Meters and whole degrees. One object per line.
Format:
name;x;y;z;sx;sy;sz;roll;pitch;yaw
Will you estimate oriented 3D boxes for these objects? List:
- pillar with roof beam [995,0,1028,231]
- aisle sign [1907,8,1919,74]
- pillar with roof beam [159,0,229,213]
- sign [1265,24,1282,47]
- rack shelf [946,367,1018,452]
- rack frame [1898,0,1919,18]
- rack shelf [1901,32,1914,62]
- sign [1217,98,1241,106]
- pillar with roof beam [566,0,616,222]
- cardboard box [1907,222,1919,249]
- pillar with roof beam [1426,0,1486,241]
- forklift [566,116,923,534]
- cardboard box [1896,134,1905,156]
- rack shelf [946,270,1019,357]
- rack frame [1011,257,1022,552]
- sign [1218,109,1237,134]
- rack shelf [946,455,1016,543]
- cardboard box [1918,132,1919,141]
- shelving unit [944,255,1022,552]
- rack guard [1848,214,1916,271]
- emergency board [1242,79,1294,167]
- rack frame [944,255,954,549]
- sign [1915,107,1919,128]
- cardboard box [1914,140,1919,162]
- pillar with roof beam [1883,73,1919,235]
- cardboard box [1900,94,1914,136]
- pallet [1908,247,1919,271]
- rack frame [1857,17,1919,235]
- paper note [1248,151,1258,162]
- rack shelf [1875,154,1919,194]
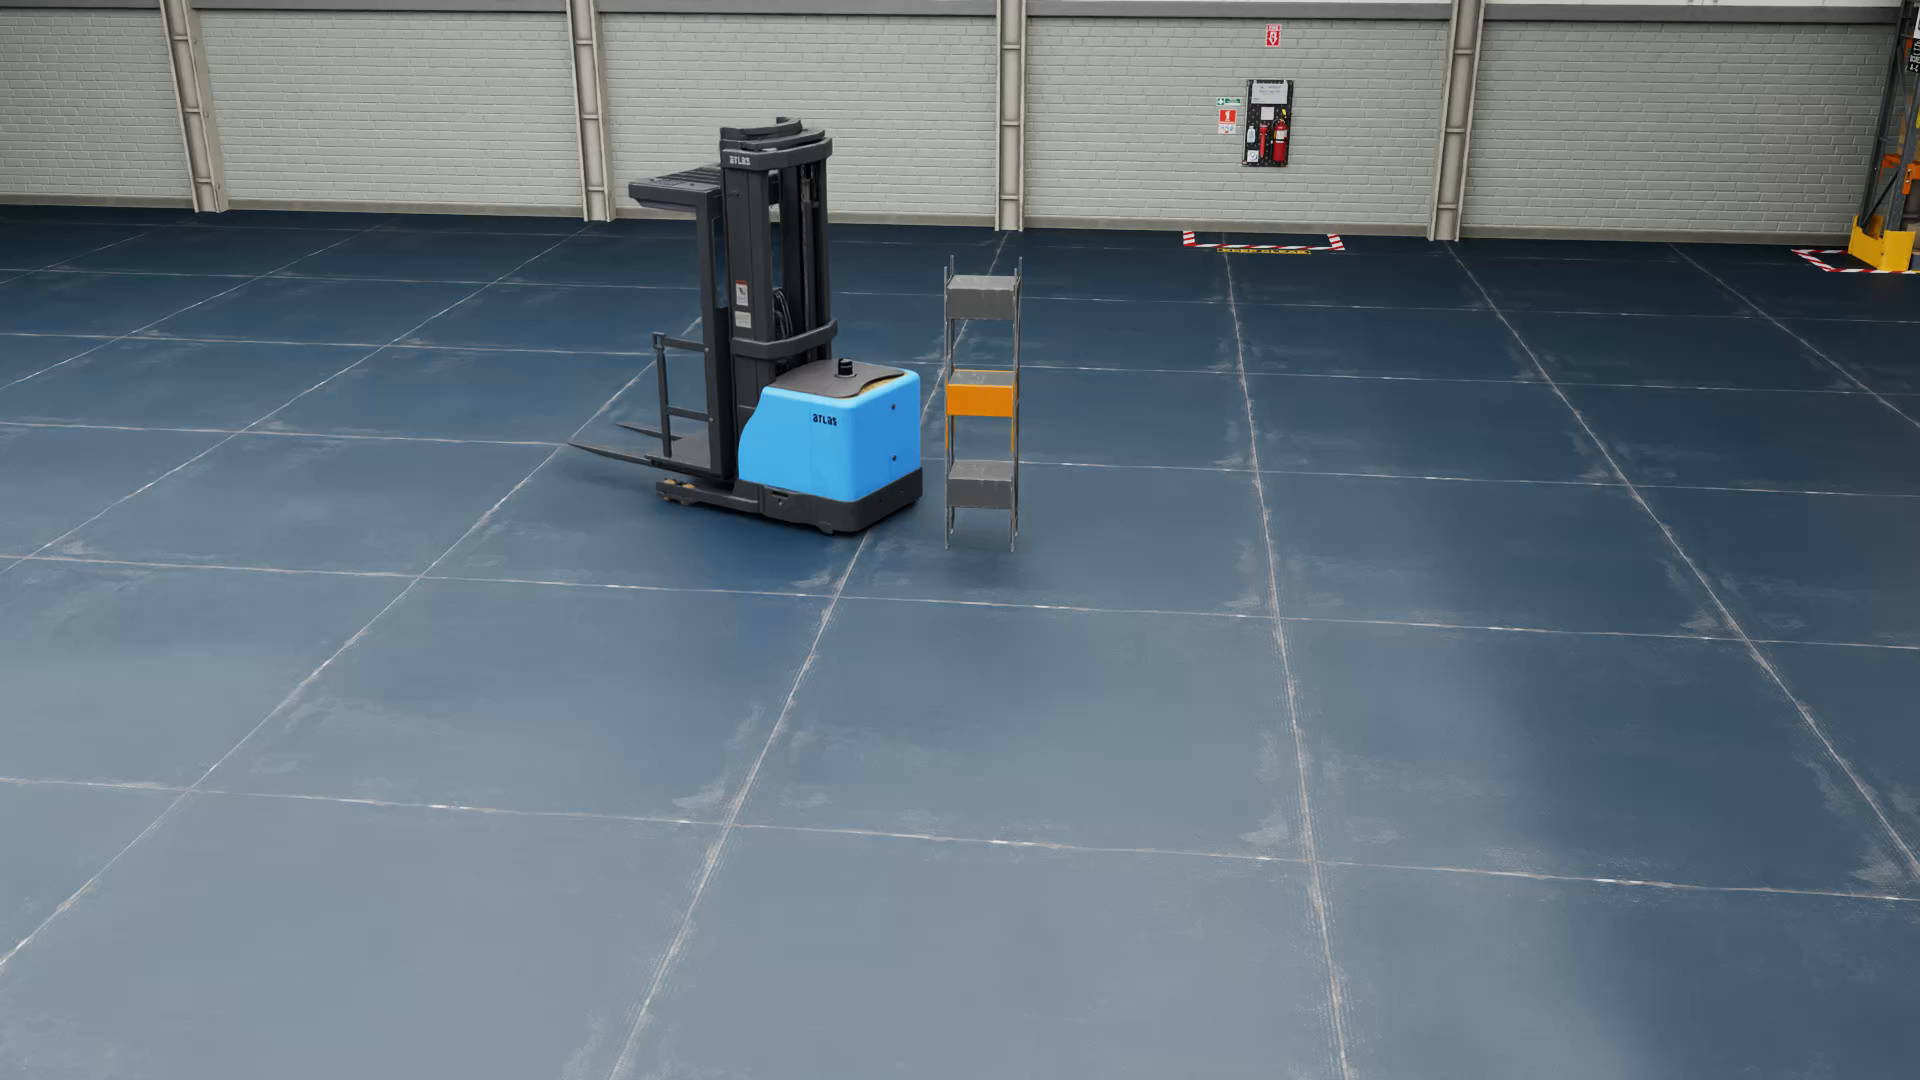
pillar with roof beam;0.200;-7.036;17.998;0.400;9.000;9.100;2;22;6
aisle sign;11.720;-6.116;20.294;0.004;0.787;0.394;2;22;6
pillar with roof beam;-11.716;-7.555;19.311;0.400;9.000;9.100;2;22;6
sign;4.219;-6.794;22.392;0.199;0.298;0.001;2;22;6
rack shelf;0.164;-0.957;12.041;0.480;0.518;0.431;2;22;6
rack frame;11.827;-7.803;19.938;0.127;3.000;1.000;2;22;6
rack shelf;13.813;-5.987;20.403;4.000;0.370;1.077;2;22;6
sign;3.682;-6.000;22.768;0.331;0.109;0.001;2;22;6
pillar with roof beam;-5.758;-7.296;18.654;0.400;9.000;9.100;2;22;6
cardboard box;12.503;-3.905;21.295;0.500;0.311;0.500;0;22;0
pillar with roof beam;6.159;-6.777;17.341;0.400;9.000;9.100;2;22;6
forklift;-1.824;-1.791;12.983;3.031;2.935;1.130;12;25;29
cardboard box;12.314;-5.003;21.192;0.500;0.250;0.500;3;22;7
rack shelf;0.164;-1.608;11.783;0.480;0.518;0.431;2;22;6
rack frame;0.407;-0.959;12.009;0.015;2.100;0.400;2;22;6
sign;3.679;-5.757;22.874;0.234;0.329;0.001;2;22;6
rack shelf;0.164;-0.306;12.298;0.480;0.518;0.431;2;22;6
cardboard box;12.265;-5.171;20.597;0.500;0.500;0.500;3;22;6
shelving unit;0.164;-0.969;12.036;0.503;2.100;0.431;2;22;6
rack guard;11.902;-3.848;21.492;0.348;0.500;1.175;2;22;6
emergency board;4.216;-5.679;22.725;0.643;1.169;0.194;2;22;6
rack frame;-0.078;-0.980;12.062;0.015;2.100;0.400;2;22;6
sign;11.763;-5.218;20.380;0.005;0.325;0.100;2;22;6
cardboard box;12.274;-4.816;20.718;0.500;0.250;0.500;2;22;5
pillar with roof beam;12.117;-6.517;16.684;0.400;9.000;9.100;2;22;6
cardboard box;12.320;-5.359;21.071;0.500;0.500;0.500;2;22;6
pallet;12.705;-3.665;21.423;1.213;0.211;1.003;2;22;6
rack frame;11.827;-5.013;21.041;0.127;3.000;1.000;2;22;6
paper note;4.048;-5.302;22.970;0.142;0.148;0.016;2;22;6
rack shelf;13.813;-4.592;20.954;4.000;0.370;1.077;2;22;6
